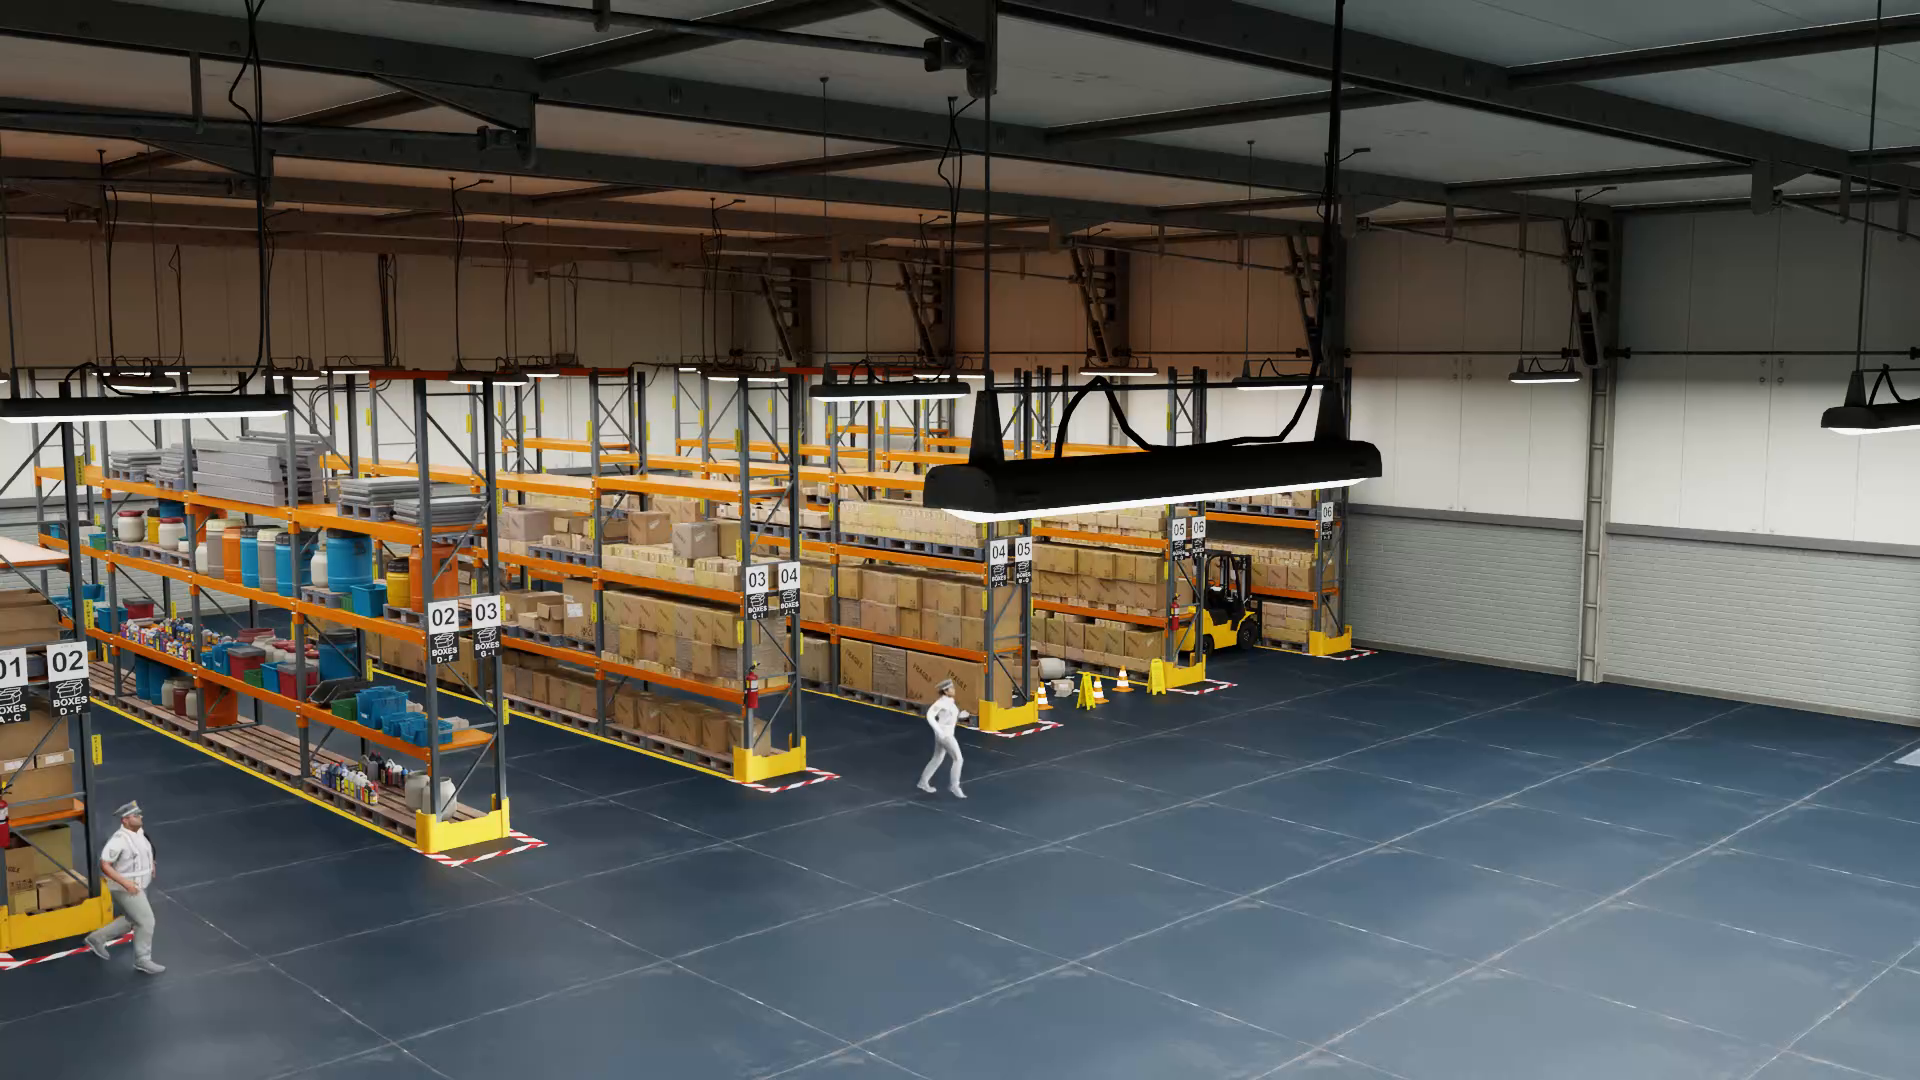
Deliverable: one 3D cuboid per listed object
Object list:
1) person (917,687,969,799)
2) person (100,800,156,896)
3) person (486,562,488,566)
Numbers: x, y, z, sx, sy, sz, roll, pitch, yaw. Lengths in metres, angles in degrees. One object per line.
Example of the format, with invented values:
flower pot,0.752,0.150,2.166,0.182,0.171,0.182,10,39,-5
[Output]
person,-0.236,2.851,23.742,0.741,1.718,0.581,0,6,0
person,-8.487,3.119,17.000,0.400,0.933,0.673,-1,7,-8
person,-10.588,1.310,37.324,0.664,1.623,0.567,-5,8,-38
